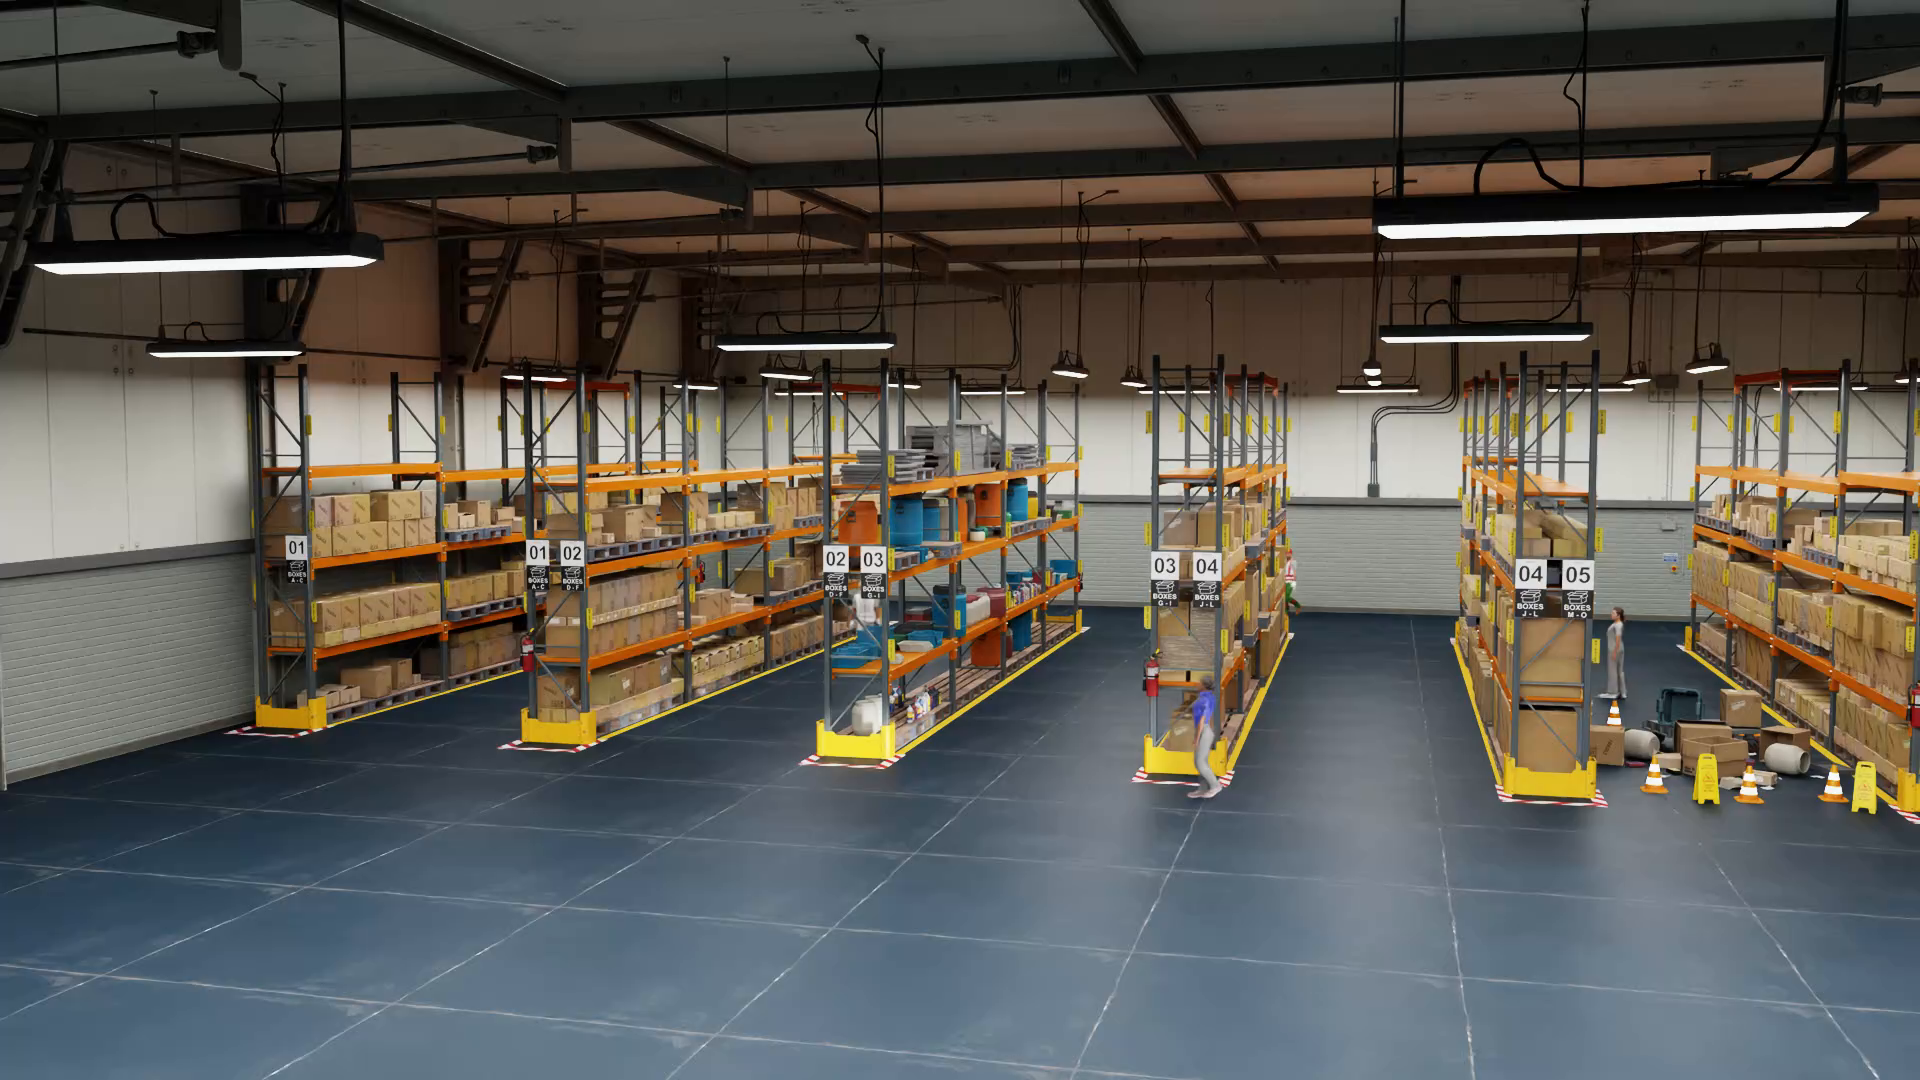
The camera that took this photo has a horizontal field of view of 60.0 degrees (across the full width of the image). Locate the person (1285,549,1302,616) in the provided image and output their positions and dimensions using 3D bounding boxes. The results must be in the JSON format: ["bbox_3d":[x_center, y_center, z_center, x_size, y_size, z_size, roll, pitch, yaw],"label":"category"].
[{"bbox_3d":[8.573,1.111,43.278,0.599,1.787,0.546,-1,4,-11],"label":"person"}]

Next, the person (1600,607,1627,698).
[{"bbox_3d":[12.044,2.065,30.561,0.415,1.673,0.479,4,5,44],"label":"person"}]

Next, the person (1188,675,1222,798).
[{"bbox_3d":[3.284,2.638,22.274,0.412,1.662,0.521,0,4,-1],"label":"person"}]

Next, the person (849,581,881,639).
[{"bbox_3d":[-1.991,1.720,34.898,0.681,1.745,1.019,0,4,3],"label":"person"}]
